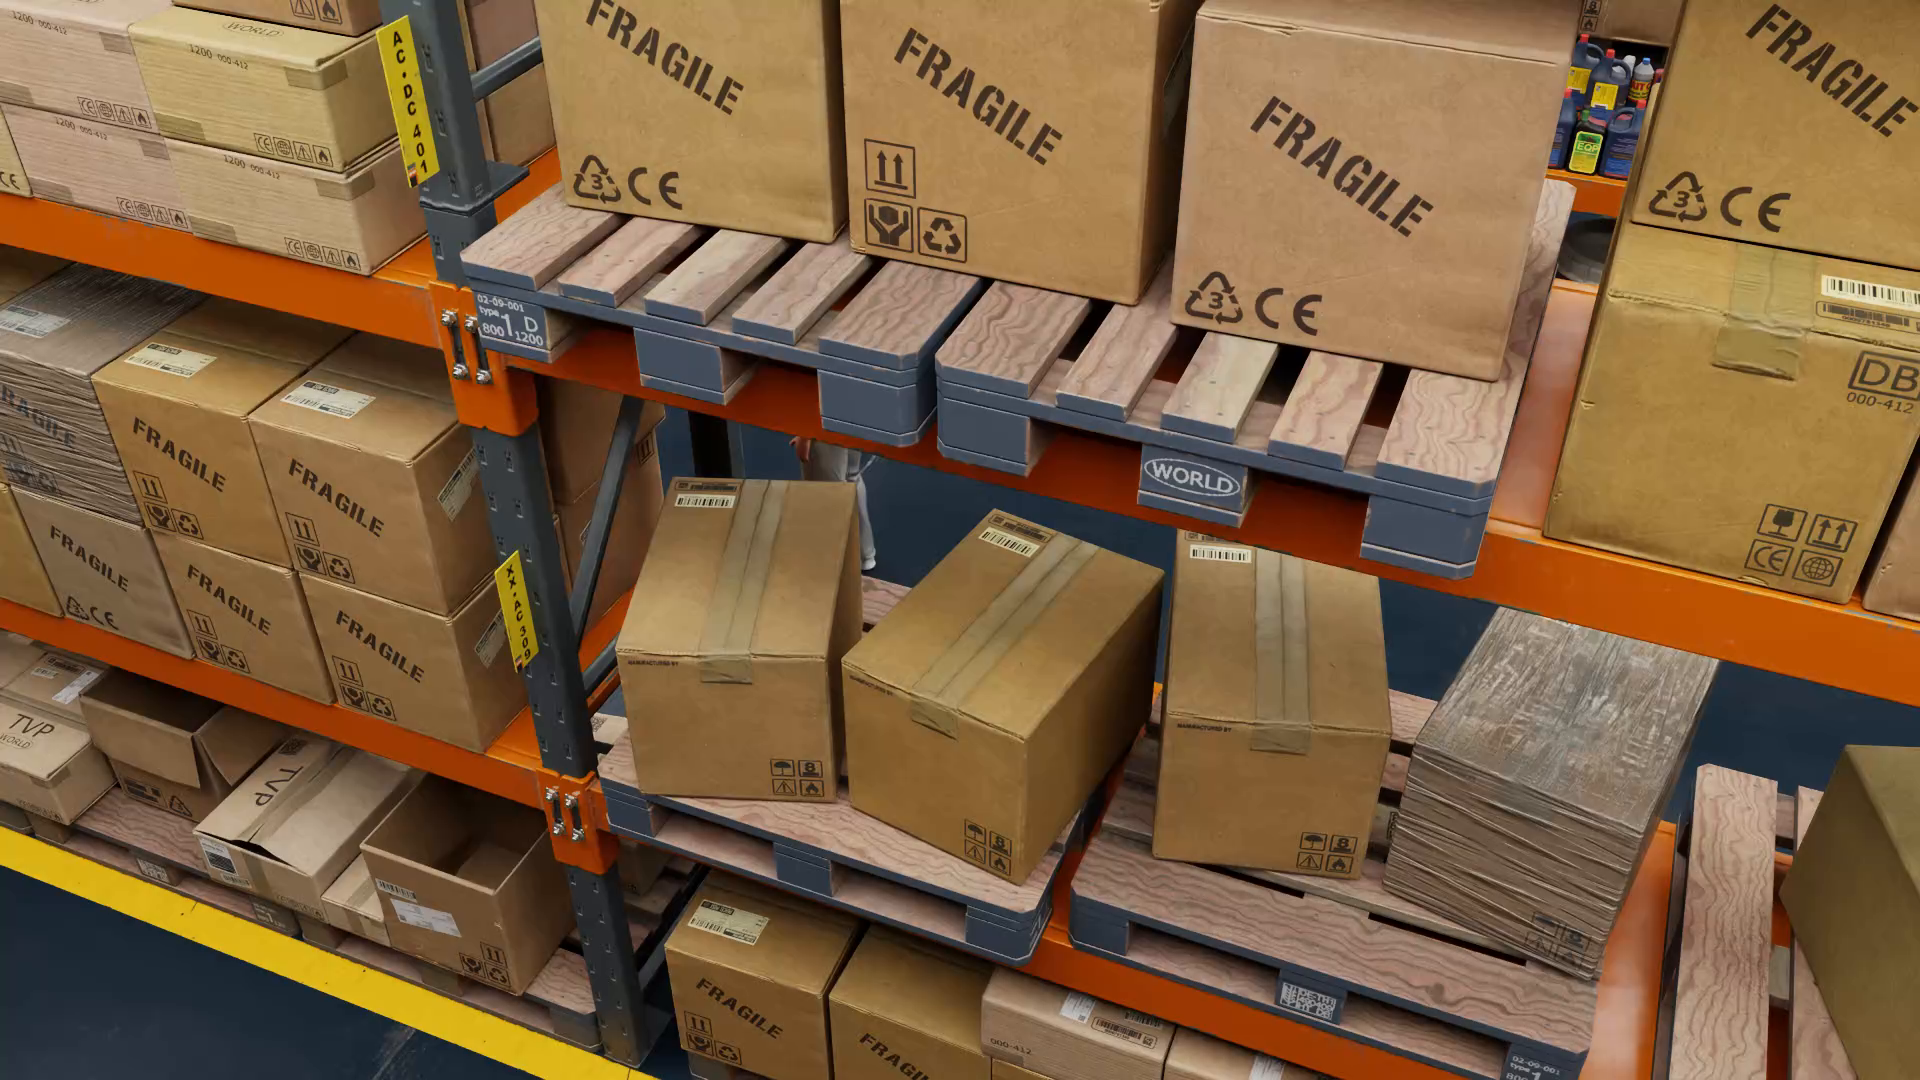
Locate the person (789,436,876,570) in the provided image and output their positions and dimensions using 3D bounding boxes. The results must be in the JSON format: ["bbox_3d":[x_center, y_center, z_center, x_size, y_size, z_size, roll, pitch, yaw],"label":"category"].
[{"bbox_3d":[-0.537,-0.483,6.805,0.375,1.663,0.438,15,40,18],"label":"person"}]
